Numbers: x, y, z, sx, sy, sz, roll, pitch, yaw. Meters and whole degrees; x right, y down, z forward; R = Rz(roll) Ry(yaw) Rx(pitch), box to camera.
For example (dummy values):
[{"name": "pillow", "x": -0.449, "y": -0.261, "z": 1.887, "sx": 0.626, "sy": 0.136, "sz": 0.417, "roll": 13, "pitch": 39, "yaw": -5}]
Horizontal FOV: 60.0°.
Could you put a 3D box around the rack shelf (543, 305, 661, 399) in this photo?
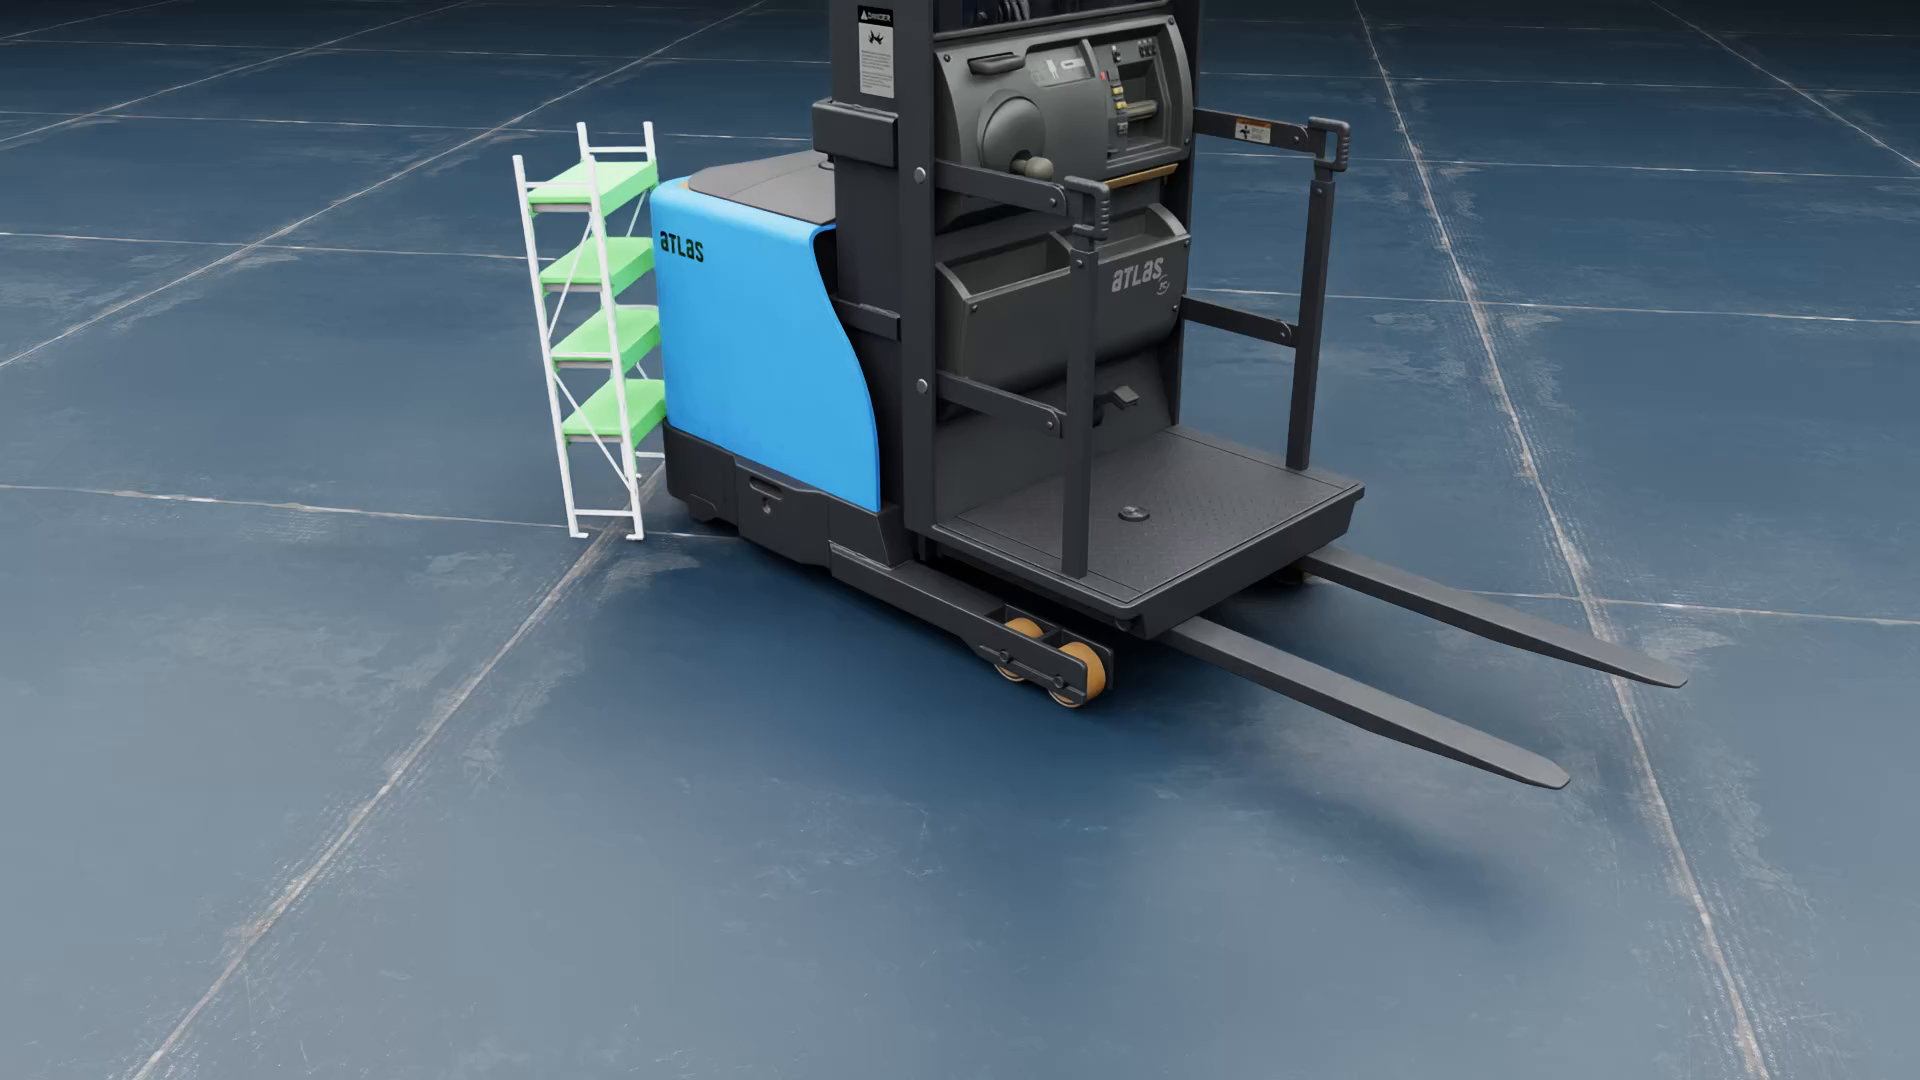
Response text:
[{"name": "rack shelf", "x": -1.094, "y": -0.599, "z": 5.251, "sx": 0.258, "sy": 0.148, "sz": 0.480, "roll": 2, "pitch": 25, "yaw": 10}]

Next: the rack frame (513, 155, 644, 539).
[{"name": "rack frame", "x": -1.139, "y": -0.555, "z": 5.007, "sx": 0.240, "sy": 1.200, "sz": 0.015, "roll": 2, "pitch": 25, "yaw": 10}]

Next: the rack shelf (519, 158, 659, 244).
[{"name": "rack shelf", "x": -1.114, "y": -1.034, "z": 5.051, "sx": 0.258, "sy": 0.148, "sz": 0.480, "roll": 2, "pitch": 25, "yaw": 10}]

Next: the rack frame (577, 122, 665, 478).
[{"name": "rack frame", "x": -1.055, "y": -0.758, "z": 5.442, "sx": 0.240, "sy": 1.200, "sz": 0.015, "roll": 2, "pitch": 25, "yaw": 10}]

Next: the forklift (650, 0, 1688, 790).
[{"name": "forklift", "x": 0.446, "y": -1.141, "z": 4.231, "sx": 3.031, "sy": 2.935, "sz": 1.130, "roll": 23, "pitch": 33, "yaw": 39}]

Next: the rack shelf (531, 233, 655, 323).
[{"name": "rack shelf", "x": -1.104, "y": -0.816, "z": 5.151, "sx": 0.258, "sy": 0.148, "sz": 0.480, "roll": 2, "pitch": 25, "yaw": 10}]

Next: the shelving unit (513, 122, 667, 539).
[{"name": "shelving unit", "x": -1.097, "y": -0.657, "z": 5.224, "sx": 0.258, "sy": 1.200, "sz": 0.503, "roll": 2, "pitch": 25, "yaw": 10}]

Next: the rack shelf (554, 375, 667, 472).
[{"name": "rack shelf", "x": -1.085, "y": -0.381, "z": 5.351, "sx": 0.258, "sy": 0.148, "sz": 0.480, "roll": 2, "pitch": 25, "yaw": 10}]
